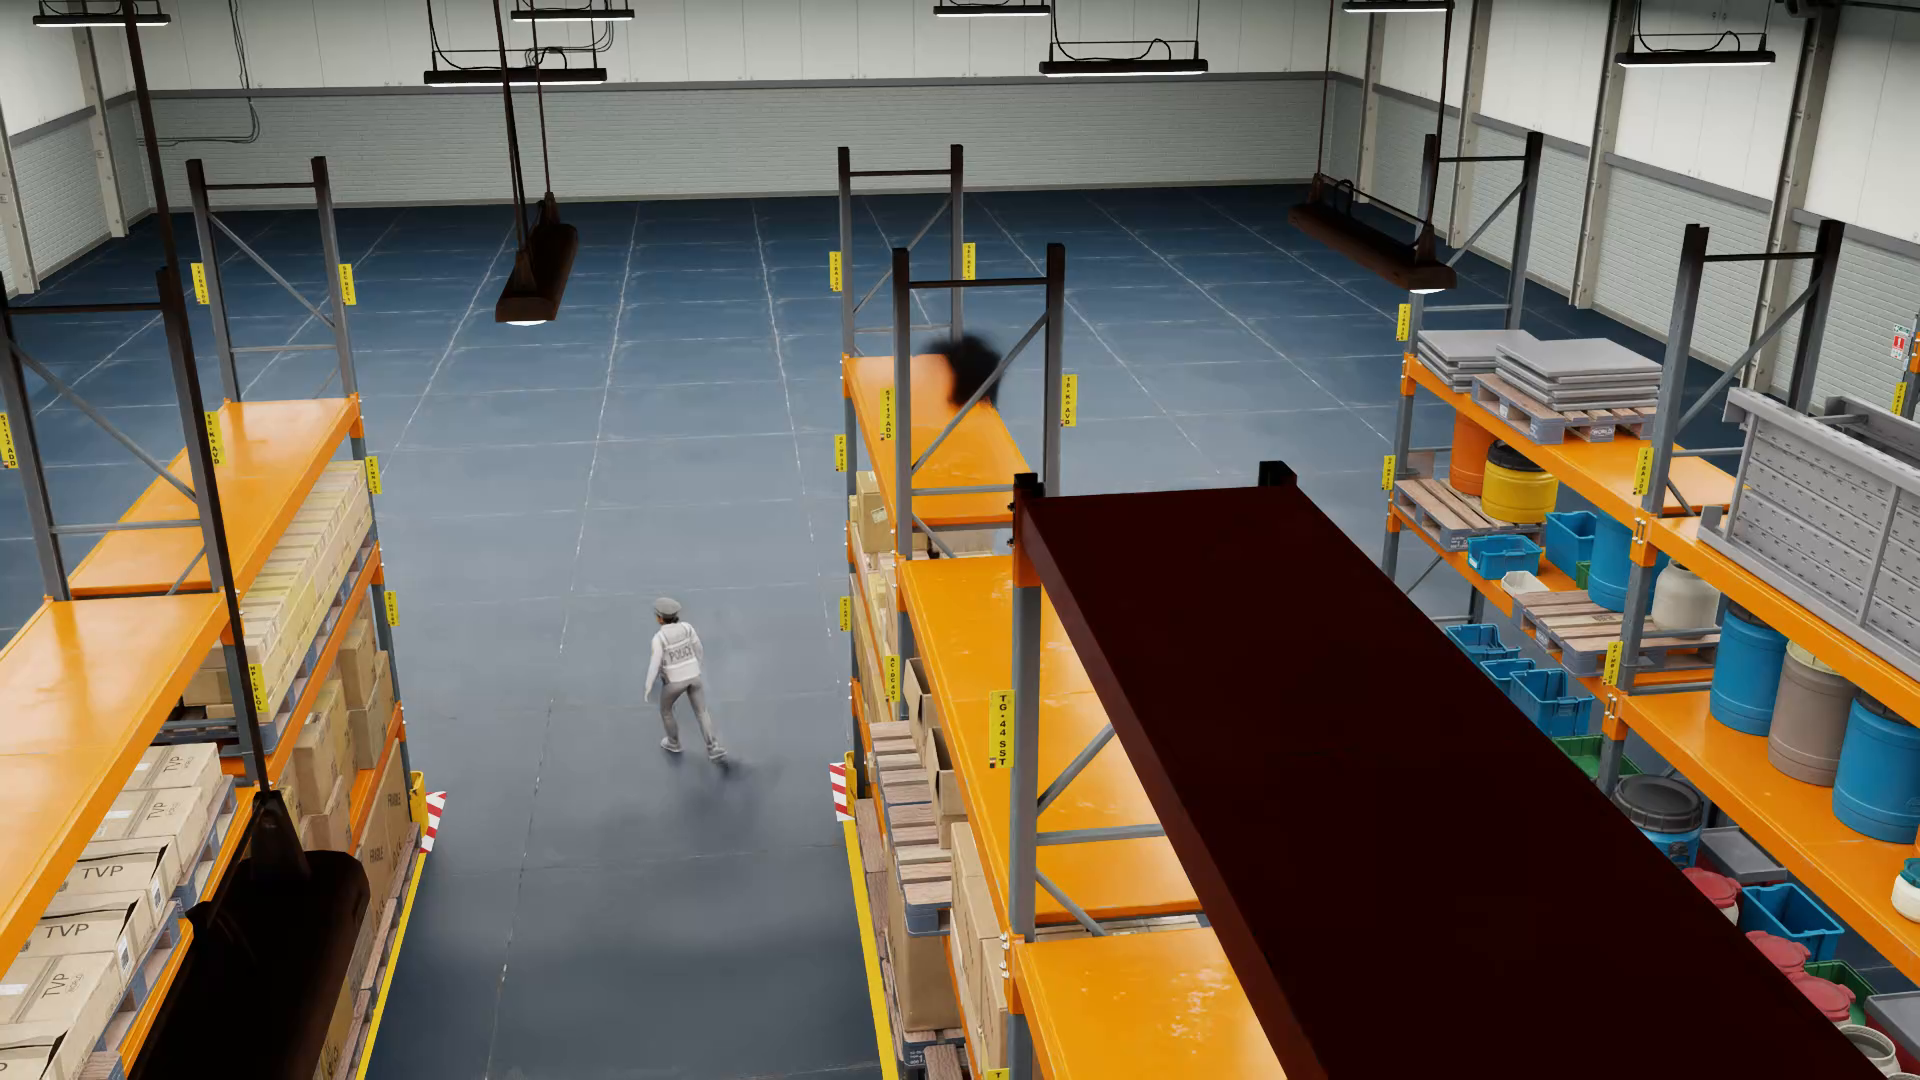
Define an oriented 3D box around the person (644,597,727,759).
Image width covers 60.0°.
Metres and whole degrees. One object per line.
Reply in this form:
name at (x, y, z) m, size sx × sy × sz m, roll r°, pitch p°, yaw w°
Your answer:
person at (-2.668, 1.374, 16.003) m, size 0.655 × 1.606 × 0.799 m, roll -19°, pitch 28°, yaw -39°
